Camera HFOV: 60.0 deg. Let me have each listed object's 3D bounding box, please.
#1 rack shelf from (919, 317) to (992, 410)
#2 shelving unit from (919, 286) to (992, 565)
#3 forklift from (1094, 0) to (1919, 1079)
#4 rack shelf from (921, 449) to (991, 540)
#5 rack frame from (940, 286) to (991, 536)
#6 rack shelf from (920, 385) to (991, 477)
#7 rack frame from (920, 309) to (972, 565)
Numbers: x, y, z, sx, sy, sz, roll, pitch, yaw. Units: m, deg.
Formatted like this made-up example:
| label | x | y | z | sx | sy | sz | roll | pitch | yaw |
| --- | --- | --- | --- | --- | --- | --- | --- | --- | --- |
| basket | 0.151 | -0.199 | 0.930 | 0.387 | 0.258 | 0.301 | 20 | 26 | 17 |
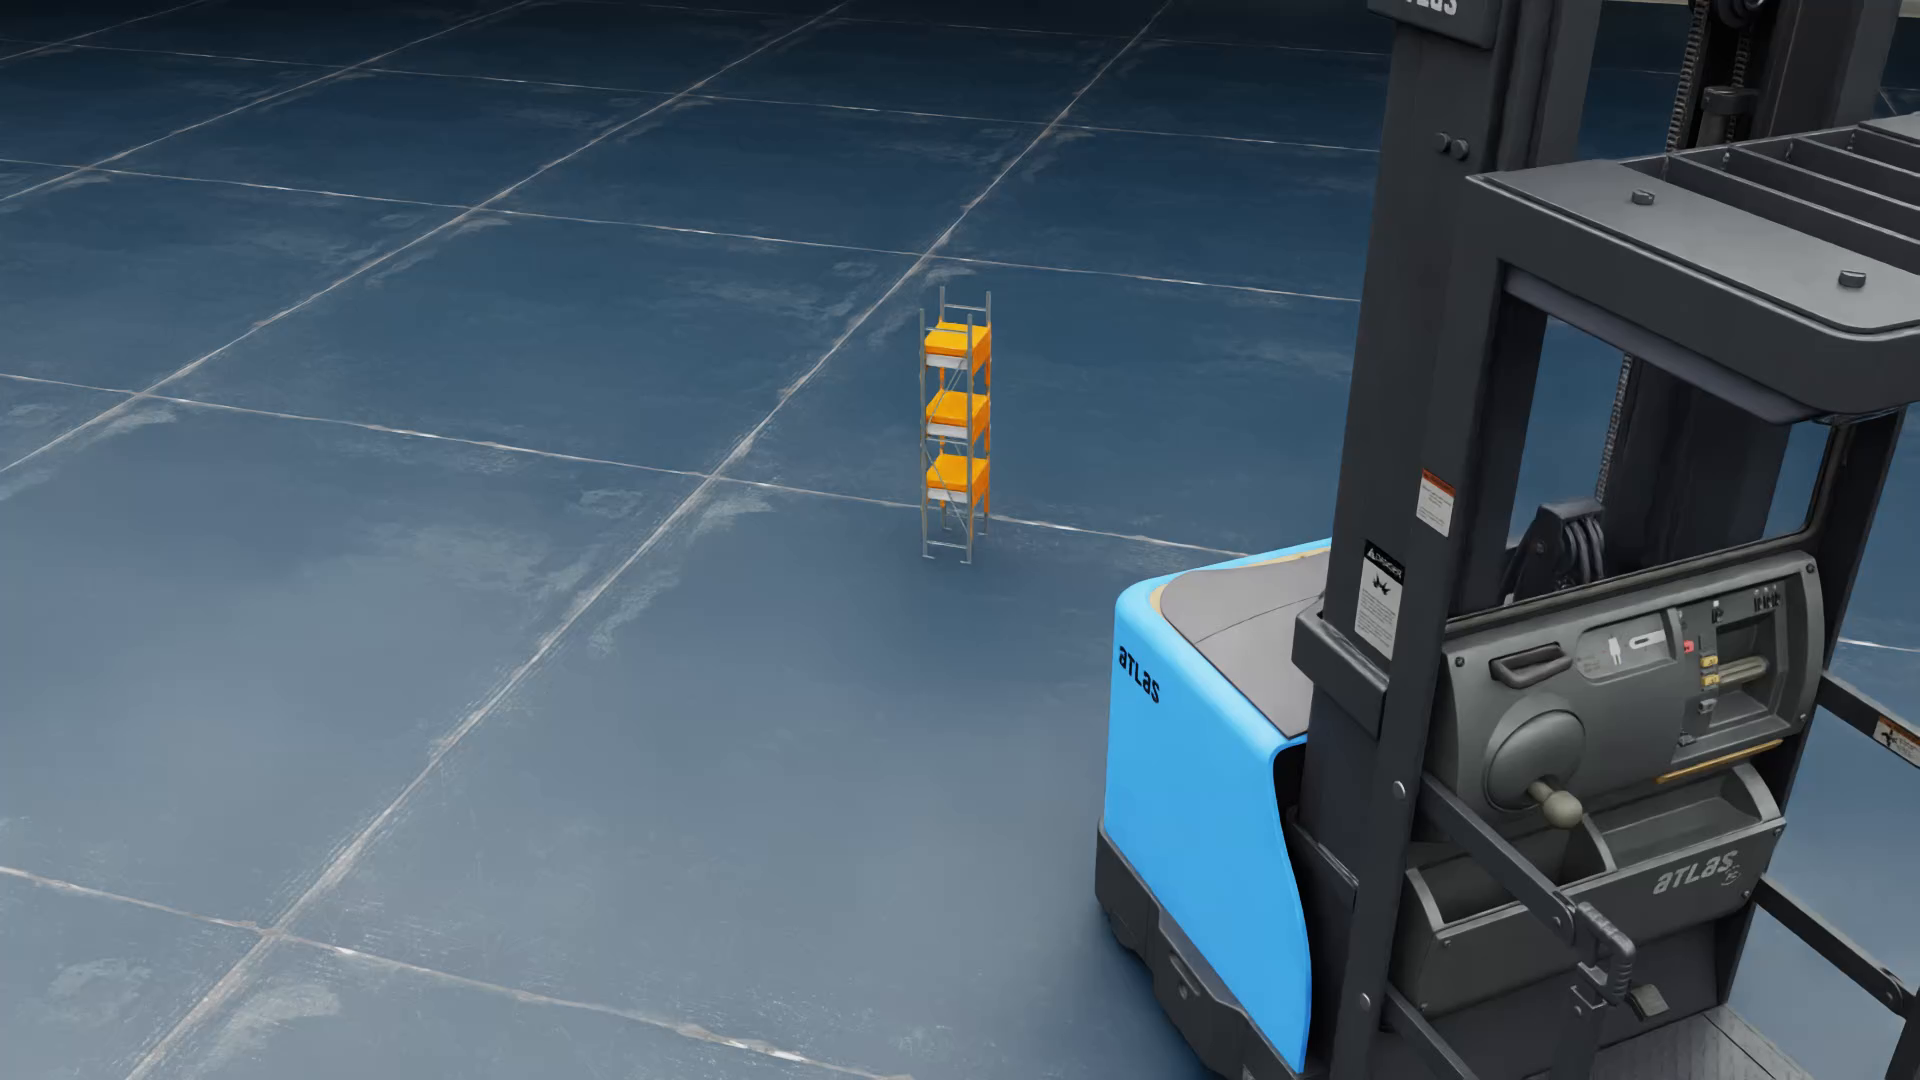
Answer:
| label | x | y | z | sx | sy | sz | roll | pitch | yaw |
| --- | --- | --- | --- | --- | --- | --- | --- | --- | --- |
| rack shelf | -0.016 | -0.673 | 6.317 | 0.215 | 0.259 | 0.240 | 8 | 30 | 15 |
| shelving unit | -0.016 | -0.434 | 6.450 | 0.215 | 1.050 | 0.252 | 8 | 30 | 15 |
| forklift | 1.434 | 0.341 | 3.123 | 1.130 | 2.935 | 3.031 | -12 | 31 | -20 |
| rack shelf | -0.016 | -0.182 | 6.590 | 0.215 | 0.259 | 0.240 | 8 | 30 | 15 |
| rack frame | 0.020 | -0.491 | 6.552 | 0.200 | 1.050 | 0.008 | 8 | 30 | 15 |
| rack shelf | -0.016 | -0.425 | 6.455 | 0.215 | 0.259 | 0.240 | 8 | 30 | 15 |
| rack frame | -0.052 | -0.377 | 6.348 | 0.200 | 1.050 | 0.008 | 8 | 30 | 15 |
